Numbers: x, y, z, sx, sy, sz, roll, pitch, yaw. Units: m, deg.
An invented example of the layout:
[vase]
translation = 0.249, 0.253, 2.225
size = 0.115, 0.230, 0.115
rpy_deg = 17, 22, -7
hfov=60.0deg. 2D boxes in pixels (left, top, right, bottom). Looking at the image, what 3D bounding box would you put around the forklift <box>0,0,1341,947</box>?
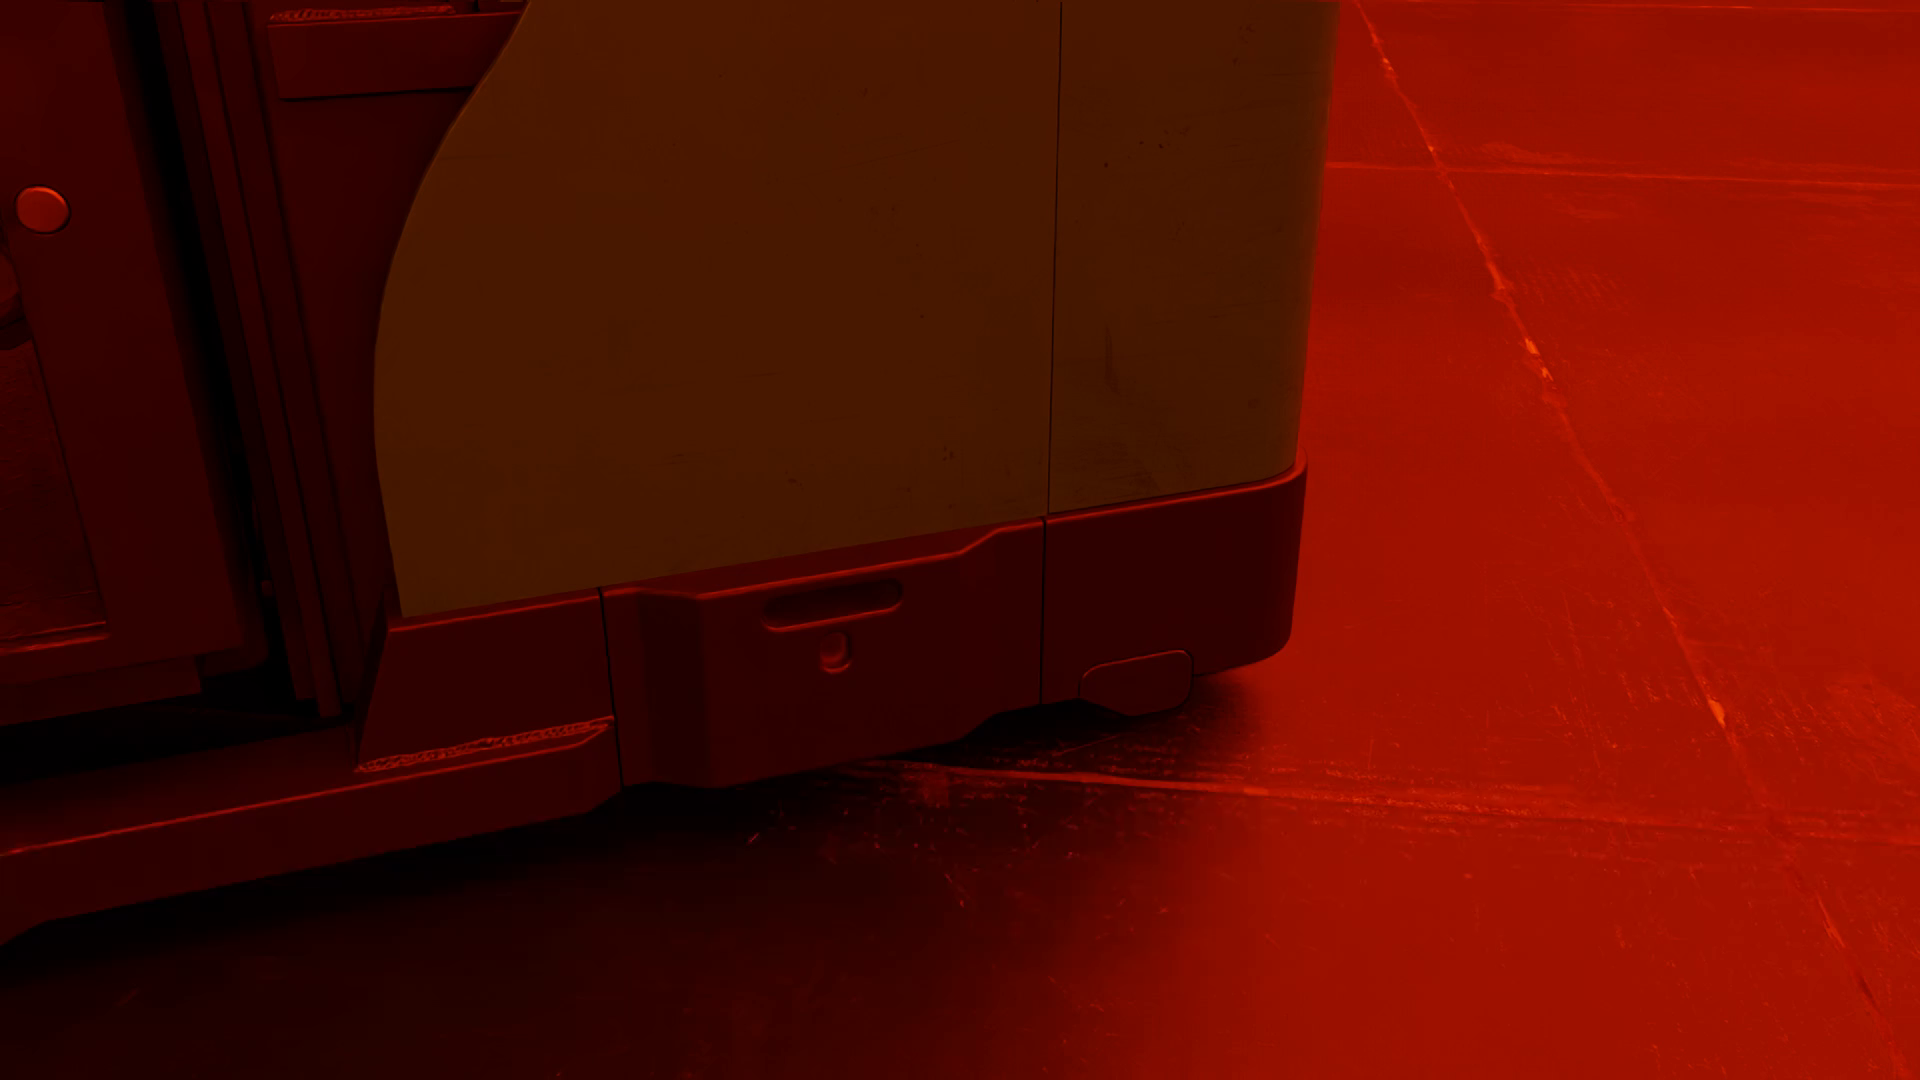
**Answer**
[forklift]
translation = -1.152, -1.071, 1.436
size = 3.031, 2.867, 1.129
rpy_deg = -9, 28, -18
